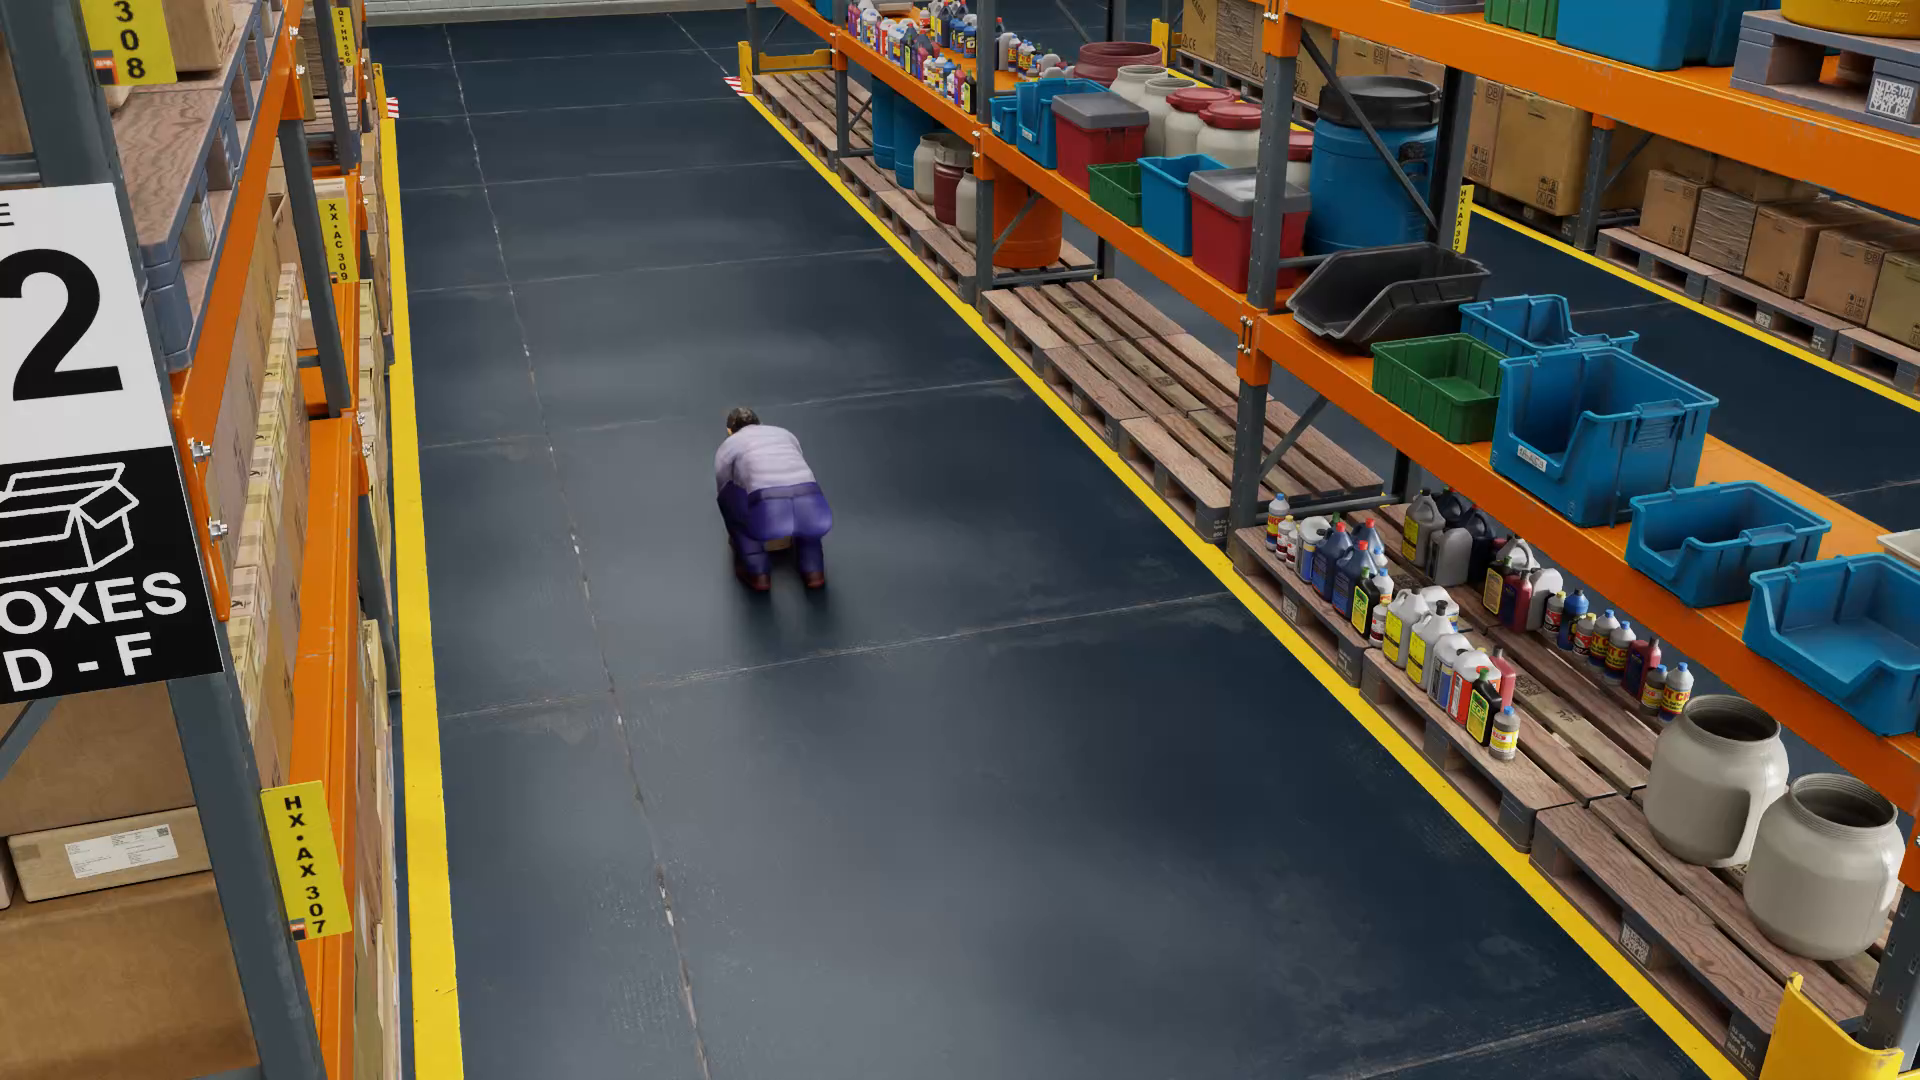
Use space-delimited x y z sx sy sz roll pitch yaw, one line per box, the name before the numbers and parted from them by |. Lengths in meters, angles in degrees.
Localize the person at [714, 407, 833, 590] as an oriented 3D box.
person | -0.910 -0.176 8.047 0.500 0.777 0.869 -9 28 -17
